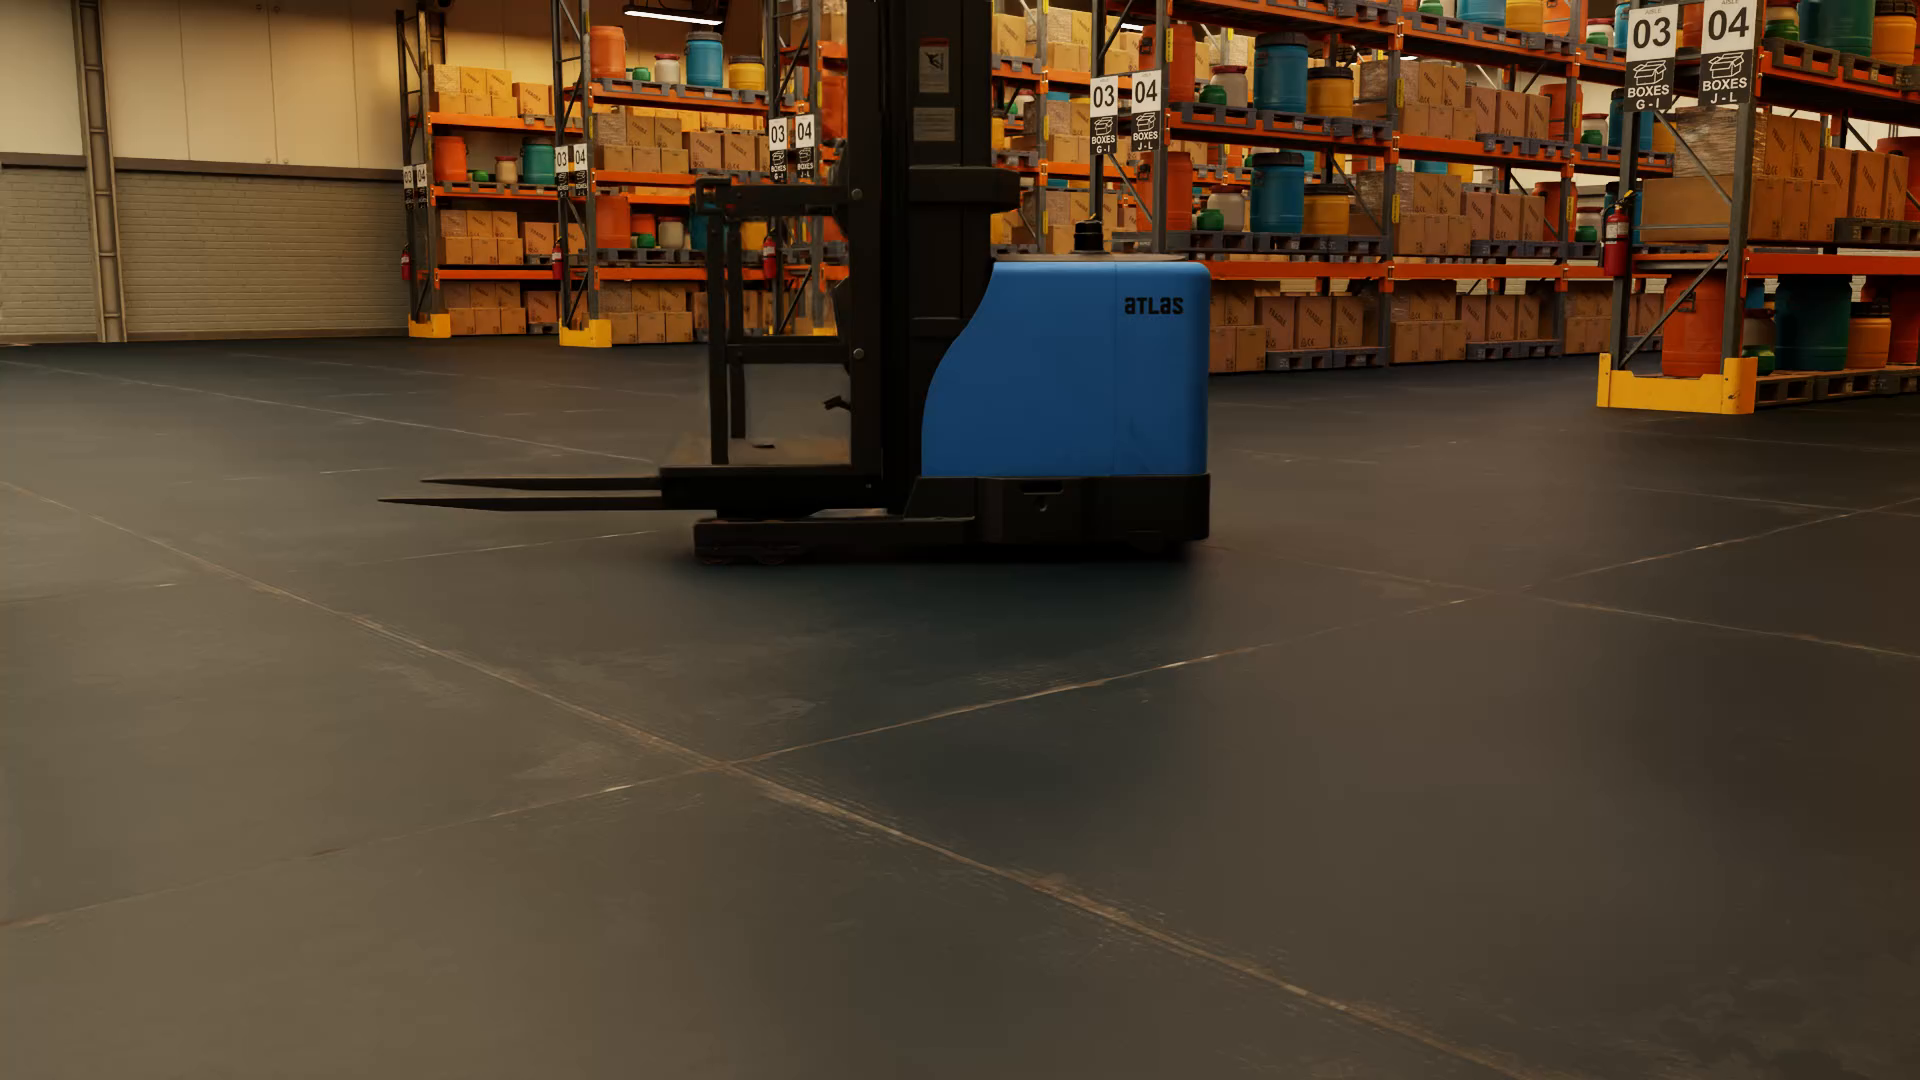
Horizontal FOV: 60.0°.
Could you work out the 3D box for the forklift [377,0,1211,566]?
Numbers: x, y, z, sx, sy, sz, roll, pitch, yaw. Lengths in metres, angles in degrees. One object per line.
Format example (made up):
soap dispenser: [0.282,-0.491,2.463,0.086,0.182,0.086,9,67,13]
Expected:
forklift: [-0.623,-1.439,6.256,3.031,2.935,1.130,-1,9,-4]
